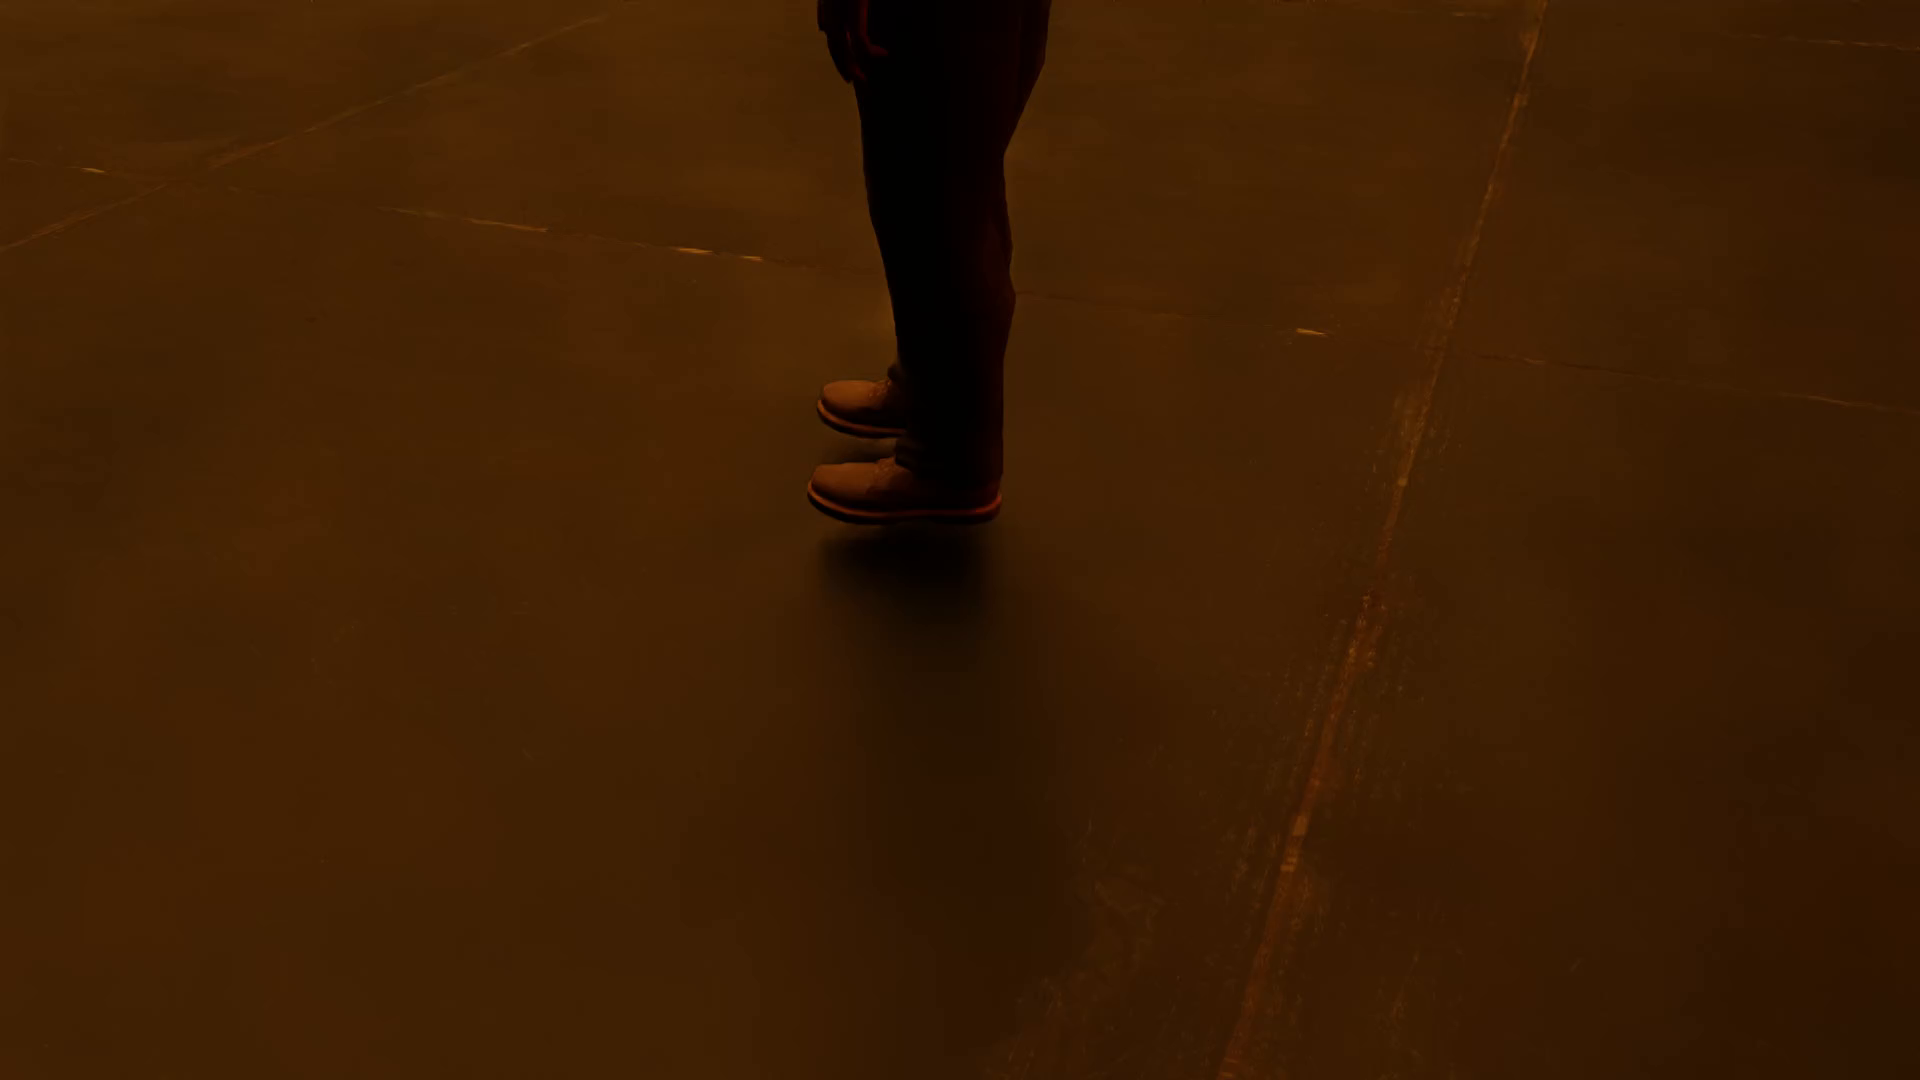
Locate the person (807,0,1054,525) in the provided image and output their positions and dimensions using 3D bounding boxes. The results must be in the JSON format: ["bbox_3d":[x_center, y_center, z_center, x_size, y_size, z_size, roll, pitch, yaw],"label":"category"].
[{"bbox_3d":[-0.075,-0.784,2.112,0.504,1.654,0.570,10,31,18],"label":"person"}]
